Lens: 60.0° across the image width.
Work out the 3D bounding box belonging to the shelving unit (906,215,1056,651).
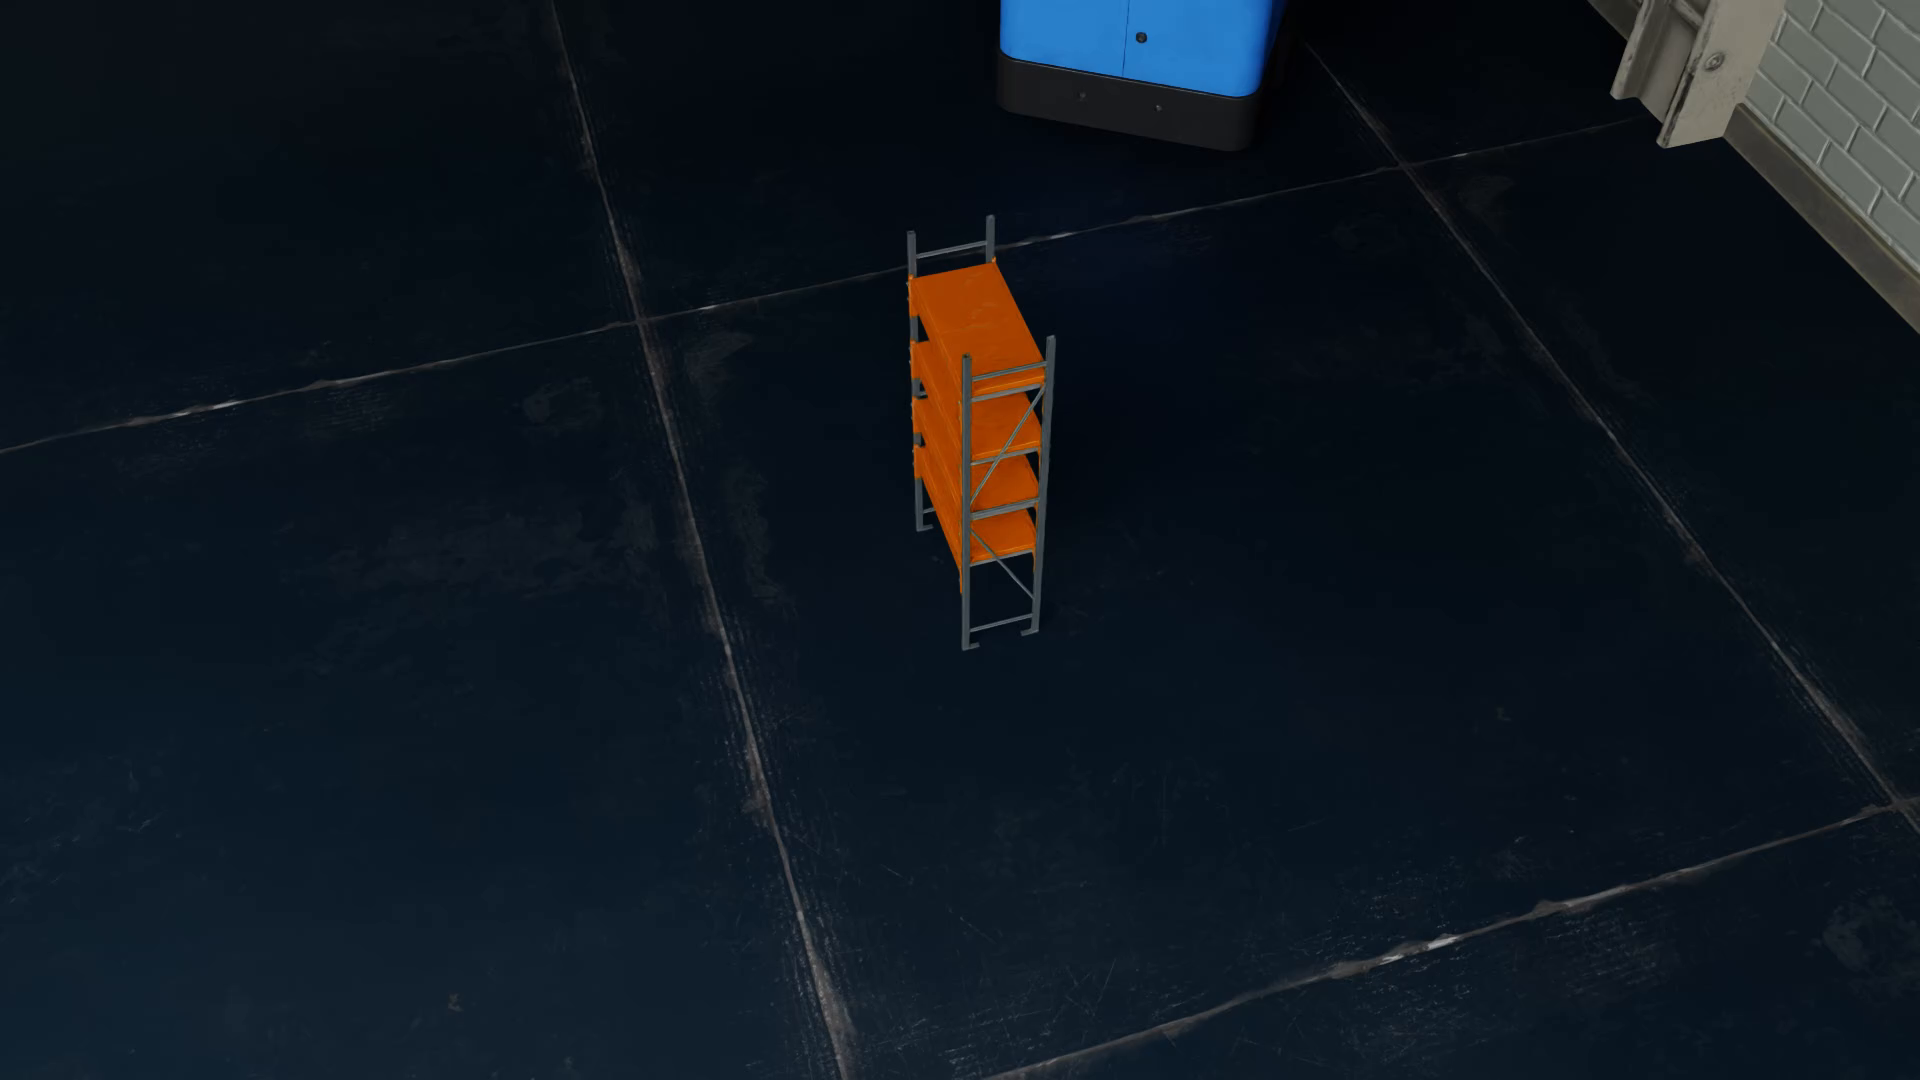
[{"bbox_3d":[0.049,-0.266,4.689,0.258,1.200,0.503,-13,51,-11],"label":"shelving unit"}]

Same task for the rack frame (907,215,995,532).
[{"bbox_3d":[-0.023,-0.444,4.840,0.240,1.200,0.015,-13,51,-11],"label":"rack frame"}]

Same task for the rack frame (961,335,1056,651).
[{"bbox_3d":[0.121,-0.088,4.539,0.240,1.200,0.015,-13,51,-11],"label":"rack frame"}]

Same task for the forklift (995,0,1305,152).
[{"bbox_3d":[1.055,-3.601,6.368,1.130,2.935,3.031,13,51,11],"label":"forklift"}]

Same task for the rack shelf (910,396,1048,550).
[{"bbox_3d":[0.049,-0.222,4.741,0.258,0.148,0.480,-13,51,-11],"label":"rack shelf"}]

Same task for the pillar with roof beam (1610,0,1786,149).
[{"bbox_3d":[-1.256,-3.647,2.439,9.100,9.000,0.400,-13,51,-11],"label":"pillar with roof beam"}]

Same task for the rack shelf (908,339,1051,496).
[{"bbox_3d":[0.049,-0.367,4.570,0.258,0.148,0.480,-13,51,-11],"label":"rack shelf"}]

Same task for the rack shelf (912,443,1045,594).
[{"bbox_3d":[0.049,-0.094,4.893,0.258,0.148,0.480,-13,51,-11],"label":"rack shelf"}]

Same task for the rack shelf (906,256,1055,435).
[{"bbox_3d":[0.049,-0.519,4.389,0.258,0.148,0.480,-13,51,-11],"label":"rack shelf"}]
